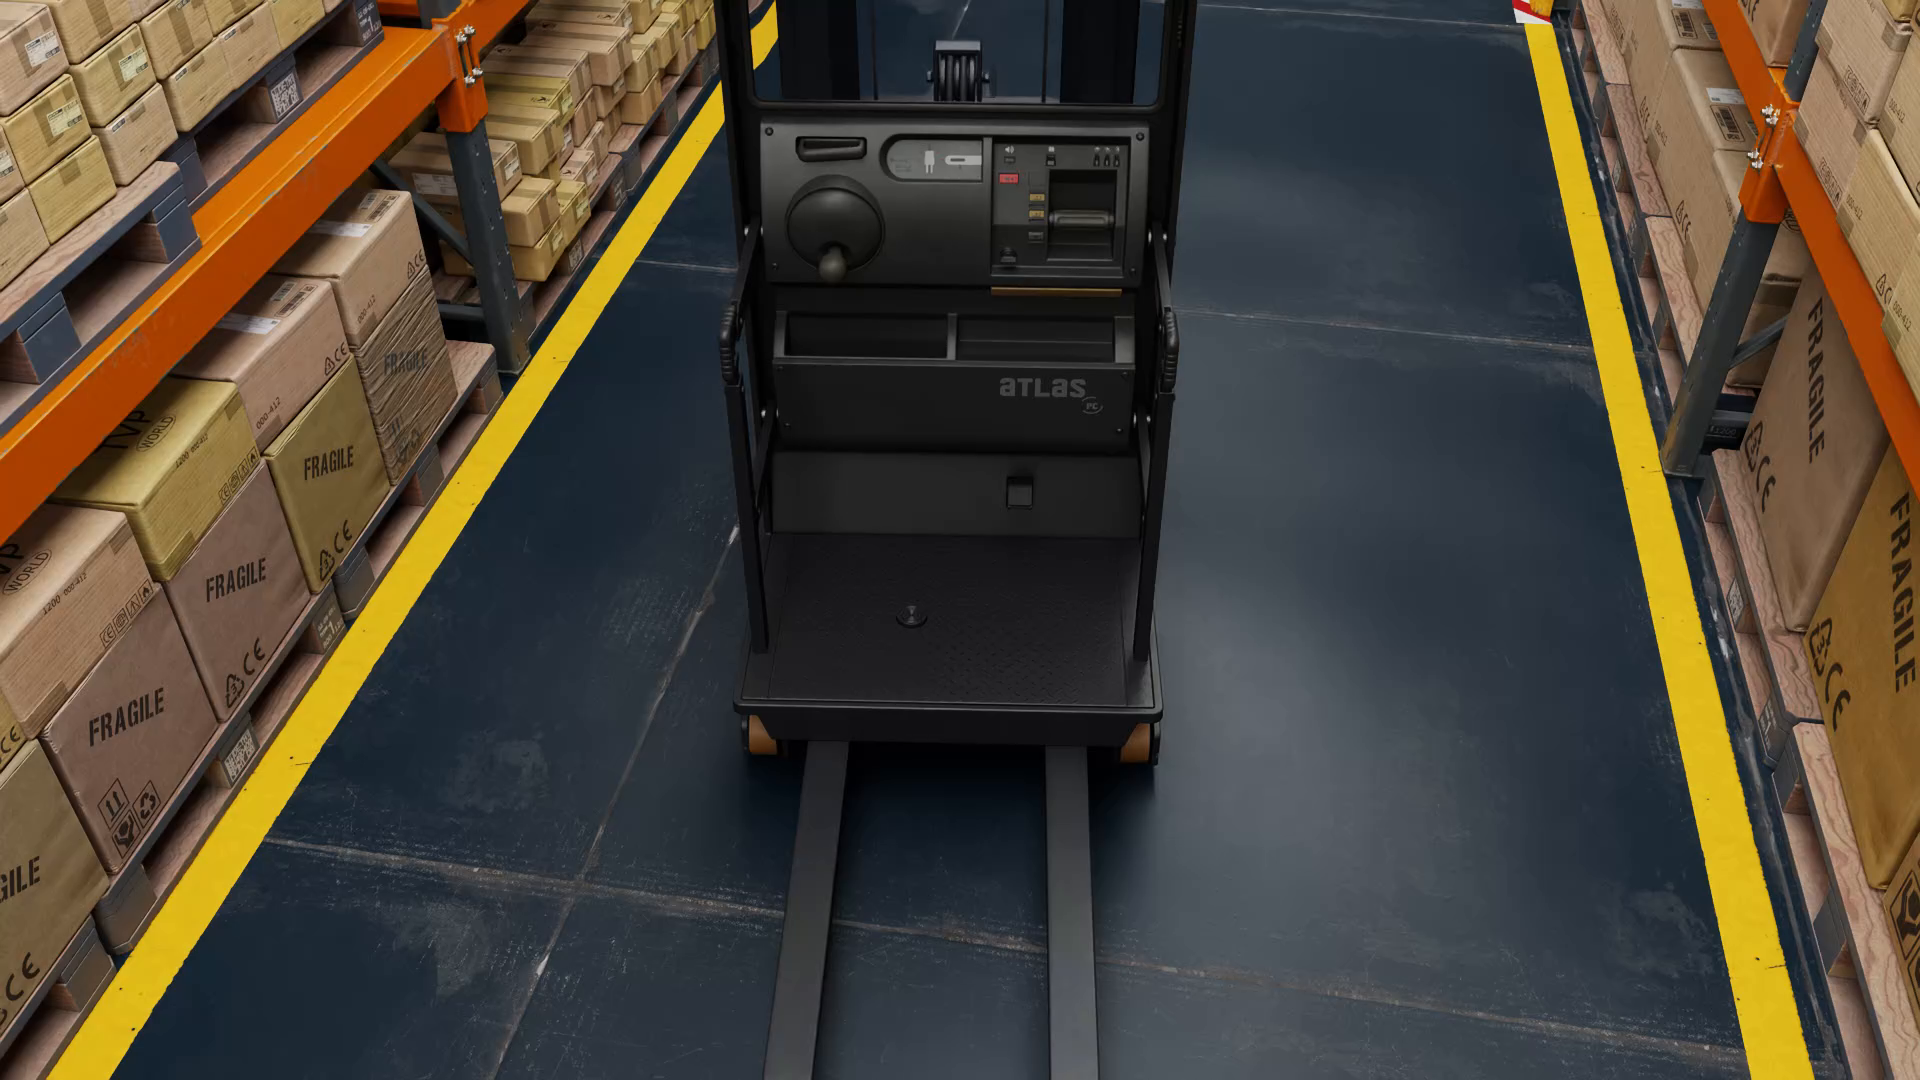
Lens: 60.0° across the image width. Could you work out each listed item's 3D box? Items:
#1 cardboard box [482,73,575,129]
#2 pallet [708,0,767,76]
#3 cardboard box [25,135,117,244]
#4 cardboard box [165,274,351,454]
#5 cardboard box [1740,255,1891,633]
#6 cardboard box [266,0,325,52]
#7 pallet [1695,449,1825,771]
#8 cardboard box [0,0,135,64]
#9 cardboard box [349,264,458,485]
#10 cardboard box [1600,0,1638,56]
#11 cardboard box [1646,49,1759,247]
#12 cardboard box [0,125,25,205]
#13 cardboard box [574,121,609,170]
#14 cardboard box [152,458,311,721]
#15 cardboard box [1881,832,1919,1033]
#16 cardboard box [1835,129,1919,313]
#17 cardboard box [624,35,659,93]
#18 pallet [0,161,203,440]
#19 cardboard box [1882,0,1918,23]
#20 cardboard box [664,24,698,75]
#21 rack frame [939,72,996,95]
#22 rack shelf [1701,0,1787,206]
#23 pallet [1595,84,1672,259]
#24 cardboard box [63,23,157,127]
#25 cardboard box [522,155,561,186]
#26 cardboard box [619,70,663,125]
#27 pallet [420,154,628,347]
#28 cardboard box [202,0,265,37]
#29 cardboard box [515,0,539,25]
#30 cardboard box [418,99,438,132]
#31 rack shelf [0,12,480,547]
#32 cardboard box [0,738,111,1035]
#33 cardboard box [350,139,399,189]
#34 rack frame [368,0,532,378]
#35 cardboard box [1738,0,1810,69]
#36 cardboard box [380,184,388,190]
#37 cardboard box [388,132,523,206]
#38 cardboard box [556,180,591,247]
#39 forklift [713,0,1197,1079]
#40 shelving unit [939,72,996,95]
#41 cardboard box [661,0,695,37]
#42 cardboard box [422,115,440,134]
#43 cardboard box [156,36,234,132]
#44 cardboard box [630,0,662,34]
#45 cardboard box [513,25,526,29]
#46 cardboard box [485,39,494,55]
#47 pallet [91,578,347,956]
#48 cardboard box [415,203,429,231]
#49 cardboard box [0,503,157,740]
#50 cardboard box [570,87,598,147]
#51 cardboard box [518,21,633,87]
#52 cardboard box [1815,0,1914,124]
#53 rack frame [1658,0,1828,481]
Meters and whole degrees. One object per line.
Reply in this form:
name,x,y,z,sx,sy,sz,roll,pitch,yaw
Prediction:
cardboard box,-1.696,-1.648,6.331,0.380,0.149,0.250,6,40,7
pallet,-1.557,-2.714,8.367,1.003,0.211,1.213,6,40,8
cardboard box,-2.157,-0.808,3.741,0.380,0.149,0.250,8,40,10
cardboard box,-2.043,-0.503,4.548,0.500,0.250,0.500,8,40,10
cardboard box,2.804,-0.295,4.590,0.875,0.875,0.875,8,40,9
cardboard box,-1.979,-1.463,4.533,0.380,0.149,0.250,7,40,8
pallet,2.773,0.217,4.821,1.003,0.211,1.213,6,40,8
cardboard box,-2.121,-1.204,3.753,0.380,0.149,0.250,5,40,6
cardboard box,-1.941,-0.538,5.179,0.500,0.500,0.500,6,40,7
cardboard box,3.509,-2.609,7.733,0.875,0.438,0.875,5,40,6
cardboard box,3.201,-1.468,6.353,0.875,0.438,0.875,5,40,6
cardboard box,-2.207,-0.761,3.450,0.380,0.149,0.250,8,40,9
cardboard box,-1.649,-1.582,6.717,0.380,0.149,0.250,6,40,7
cardboard box,-2.123,0.105,4.401,0.500,0.500,0.500,6,40,7
cardboard box,2.500,0.834,3.225,0.875,0.875,0.875,7,40,8
cardboard box,2.408,-0.720,3.885,0.500,0.250,0.500,5,40,7
cardboard box,-1.494,-2.018,7.011,0.380,0.149,0.250,6,40,7
pallet,-2.451,-0.495,3.645,1.003,0.211,1.213,6,40,8
cardboard box,2.473,-1.529,3.882,0.500,0.500,0.500,7,40,8
cardboard box,-1.409,-2.231,7.502,0.380,0.149,0.250,7,40,9
rack frame,0.020,-1.133,5.797,0.200,1.050,0.008,1,40,1
rack shelf,3.178,-2.328,6.276,1.077,0.370,4.000,6,40,8
pallet,3.250,-1.512,6.913,1.003,0.211,1.213,6,40,8
cardboard box,-2.115,-1.084,3.842,0.380,0.149,0.250,4,40,5
cardboard box,-1.727,-1.371,6.228,0.380,0.149,0.250,7,40,8
cardboard box,-1.497,-1.907,7.110,0.380,0.149,0.250,5,40,6
pallet,-1.979,-1.183,6.515,1.003,0.211,1.213,6,40,8
cardboard box,-2.025,-1.420,4.247,0.380,0.149,0.250,8,40,10
cardboard box,-1.951,-2.347,7.176,0.380,0.149,0.250,6,40,8
cardboard box,-2.214,-1.698,6.391,0.380,0.149,0.250,6,40,7
rack shelf,-2.407,-0.300,3.823,1.077,0.370,4.000,6,40,8
cardboard box,-2.296,0.748,3.623,0.500,0.500,0.500,7,40,8
cardboard box,-2.256,-1.377,6.002,0.380,0.149,0.250,7,40,9
rack frame,-2.061,-1.832,5.112,1.000,3.000,0.127,6,40,8
cardboard box,2.661,-1.708,4.883,0.500,0.500,0.500,7,40,8
cardboard box,-2.319,-1.243,6.073,0.380,0.149,0.250,7,40,9
cardboard box,-1.797,-1.318,5.931,0.380,0.149,0.250,8,40,9
cardboard box,-1.635,-1.255,6.322,0.380,0.149,0.250,8,40,9
forklift,-0.019,-0.733,3.836,1.130,2.935,3.031,1,40,1
shelving unit,0.016,-1.056,5.703,0.215,1.050,0.252,1,40,1
cardboard box,-1.407,-2.346,7.408,0.380,0.149,0.250,8,40,10
cardboard box,-2.256,-1.584,6.486,0.380,0.149,0.250,5,40,6
cardboard box,-2.068,-1.150,4.154,0.380,0.149,0.250,4,40,5
cardboard box,-1.501,-2.296,7.114,0.380,0.149,0.250,7,40,8
cardboard box,-1.937,-2.221,7.257,0.380,0.149,0.250,8,40,10
cardboard box,-2.137,-2.033,6.795,0.380,0.149,0.250,5,40,6
pallet,-2.403,0.499,4.481,1.003,0.211,1.213,6,40,8
cardboard box,-2.201,-1.333,6.416,0.380,0.149,0.250,7,40,9
cardboard box,-2.209,0.157,3.749,0.500,0.250,0.500,7,40,8
cardboard box,-1.671,-1.697,6.623,0.380,0.149,0.250,4,40,5
cardboard box,-1.549,-1.965,6.714,0.380,0.149,0.250,7,40,9
cardboard box,2.478,-1.240,4.121,0.500,0.250,0.500,5,40,6
rack frame,2.832,-1.350,4.529,1.000,3.000,0.127,6,40,8
